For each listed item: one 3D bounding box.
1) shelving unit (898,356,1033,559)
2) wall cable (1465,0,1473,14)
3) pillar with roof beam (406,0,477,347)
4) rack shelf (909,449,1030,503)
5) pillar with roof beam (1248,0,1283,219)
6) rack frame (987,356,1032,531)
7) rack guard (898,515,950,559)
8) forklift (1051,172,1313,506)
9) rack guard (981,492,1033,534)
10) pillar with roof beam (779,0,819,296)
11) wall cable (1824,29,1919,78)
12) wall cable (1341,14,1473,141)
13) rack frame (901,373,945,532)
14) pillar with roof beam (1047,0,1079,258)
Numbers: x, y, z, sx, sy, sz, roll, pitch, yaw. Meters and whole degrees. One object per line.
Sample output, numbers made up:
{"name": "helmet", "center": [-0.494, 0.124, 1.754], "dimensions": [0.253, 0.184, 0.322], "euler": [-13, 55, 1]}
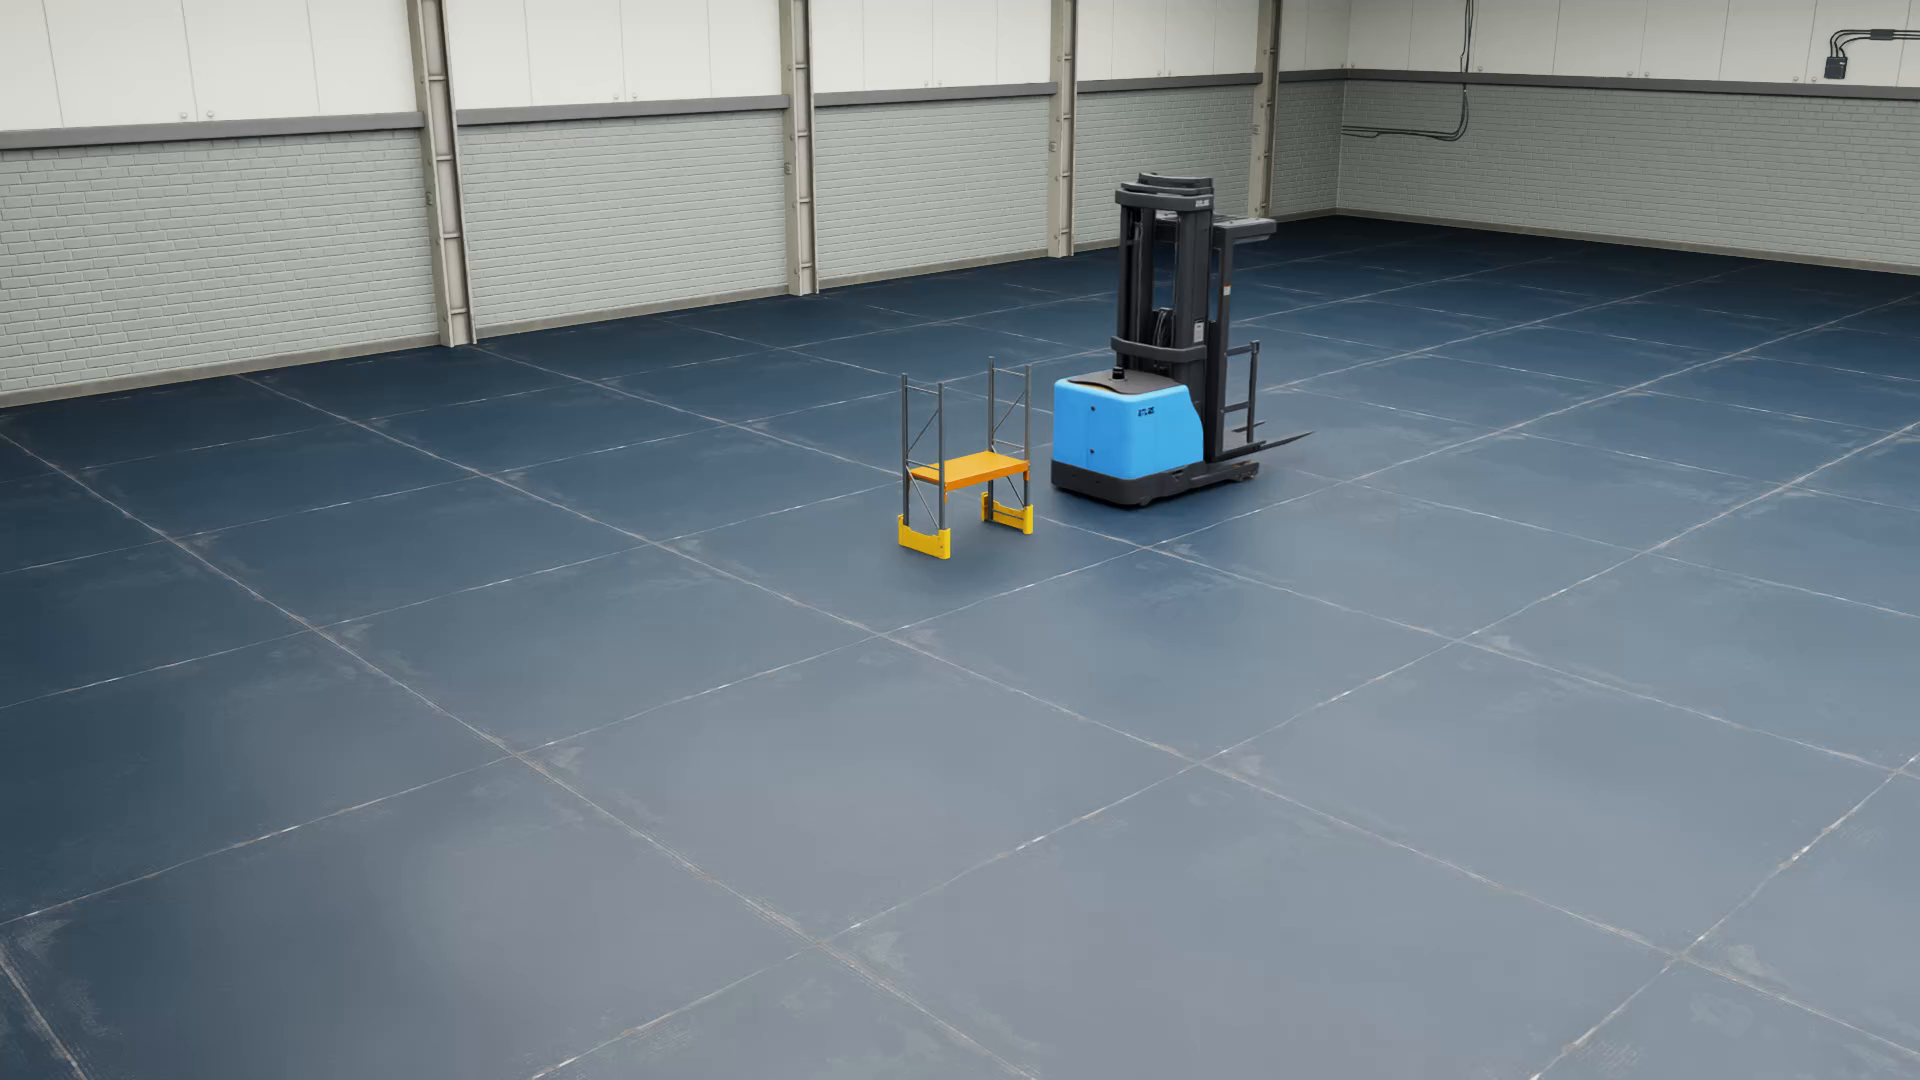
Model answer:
{"name": "shelving unit", "center": [0.055, -0.730, 14.303], "dimensions": [1.083, 1.500, 0.587], "euler": [-16, 24, -41]}
{"name": "wall cable", "center": [11.112, -11.433, 32.004], "dimensions": [0.112, 2.526, 3.097], "euler": [-16, 24, -41]}
{"name": "pillar with roof beam", "center": [-3.917, -6.007, 18.423], "dimensions": [0.400, 9.000, 9.100], "euler": [-16, 24, -41]}
{"name": "rack shelf", "center": [0.062, -0.560, 14.365], "dimensions": [1.000, 0.185, 0.538], "euler": [-16, 24, -41]}
{"name": "pillar with roof beam", "center": [9.162, -9.822, 30.187], "dimensions": [0.400, 9.000, 9.100], "euler": [-16, 24, -41]}
{"name": "rack frame", "center": [0.431, -0.839, 14.641], "dimensions": [0.032, 1.500, 0.500], "euler": [-16, 24, -41]}
{"name": "rack guard", "center": [-0.306, -0.030, 14.170], "dimensions": [0.087, 0.250, 0.587], "euler": [-16, 24, -41]}
{"name": "forklift", "center": [2.305, -2.066, 16.106], "dimensions": [3.031, 2.935, 1.130], "euler": [-16, 24, -40]}
{"name": "rack guard", "center": [0.417, -0.241, 14.821], "dimensions": [0.087, 0.250, 0.587], "euler": [-16, 24, -41]}
{"name": "pillar with roof beam", "center": [0.443, -7.279, 22.344], "dimensions": [0.400, 9.000, 9.100], "euler": [-16, 24, -41]}
{"name": "wall cable", "center": [15.765, -10.601, 27.077], "dimensions": [0.169, 6.003, 2.305], "euler": [-16, 24, -41]}
{"name": "wall cable", "center": [9.254, -9.637, 34.652], "dimensions": [0.112, 2.526, 3.097], "euler": [-16, 24, -41]}
{"name": "rack frame", "center": [-0.307, -0.624, 13.977], "dimensions": [0.032, 1.500, 0.500], "euler": [-16, 24, -41]}
{"name": "pillar with roof beam", "center": [4.803, -8.550, 26.265], "dimensions": [0.400, 9.000, 9.100], "euler": [-16, 24, -41]}
